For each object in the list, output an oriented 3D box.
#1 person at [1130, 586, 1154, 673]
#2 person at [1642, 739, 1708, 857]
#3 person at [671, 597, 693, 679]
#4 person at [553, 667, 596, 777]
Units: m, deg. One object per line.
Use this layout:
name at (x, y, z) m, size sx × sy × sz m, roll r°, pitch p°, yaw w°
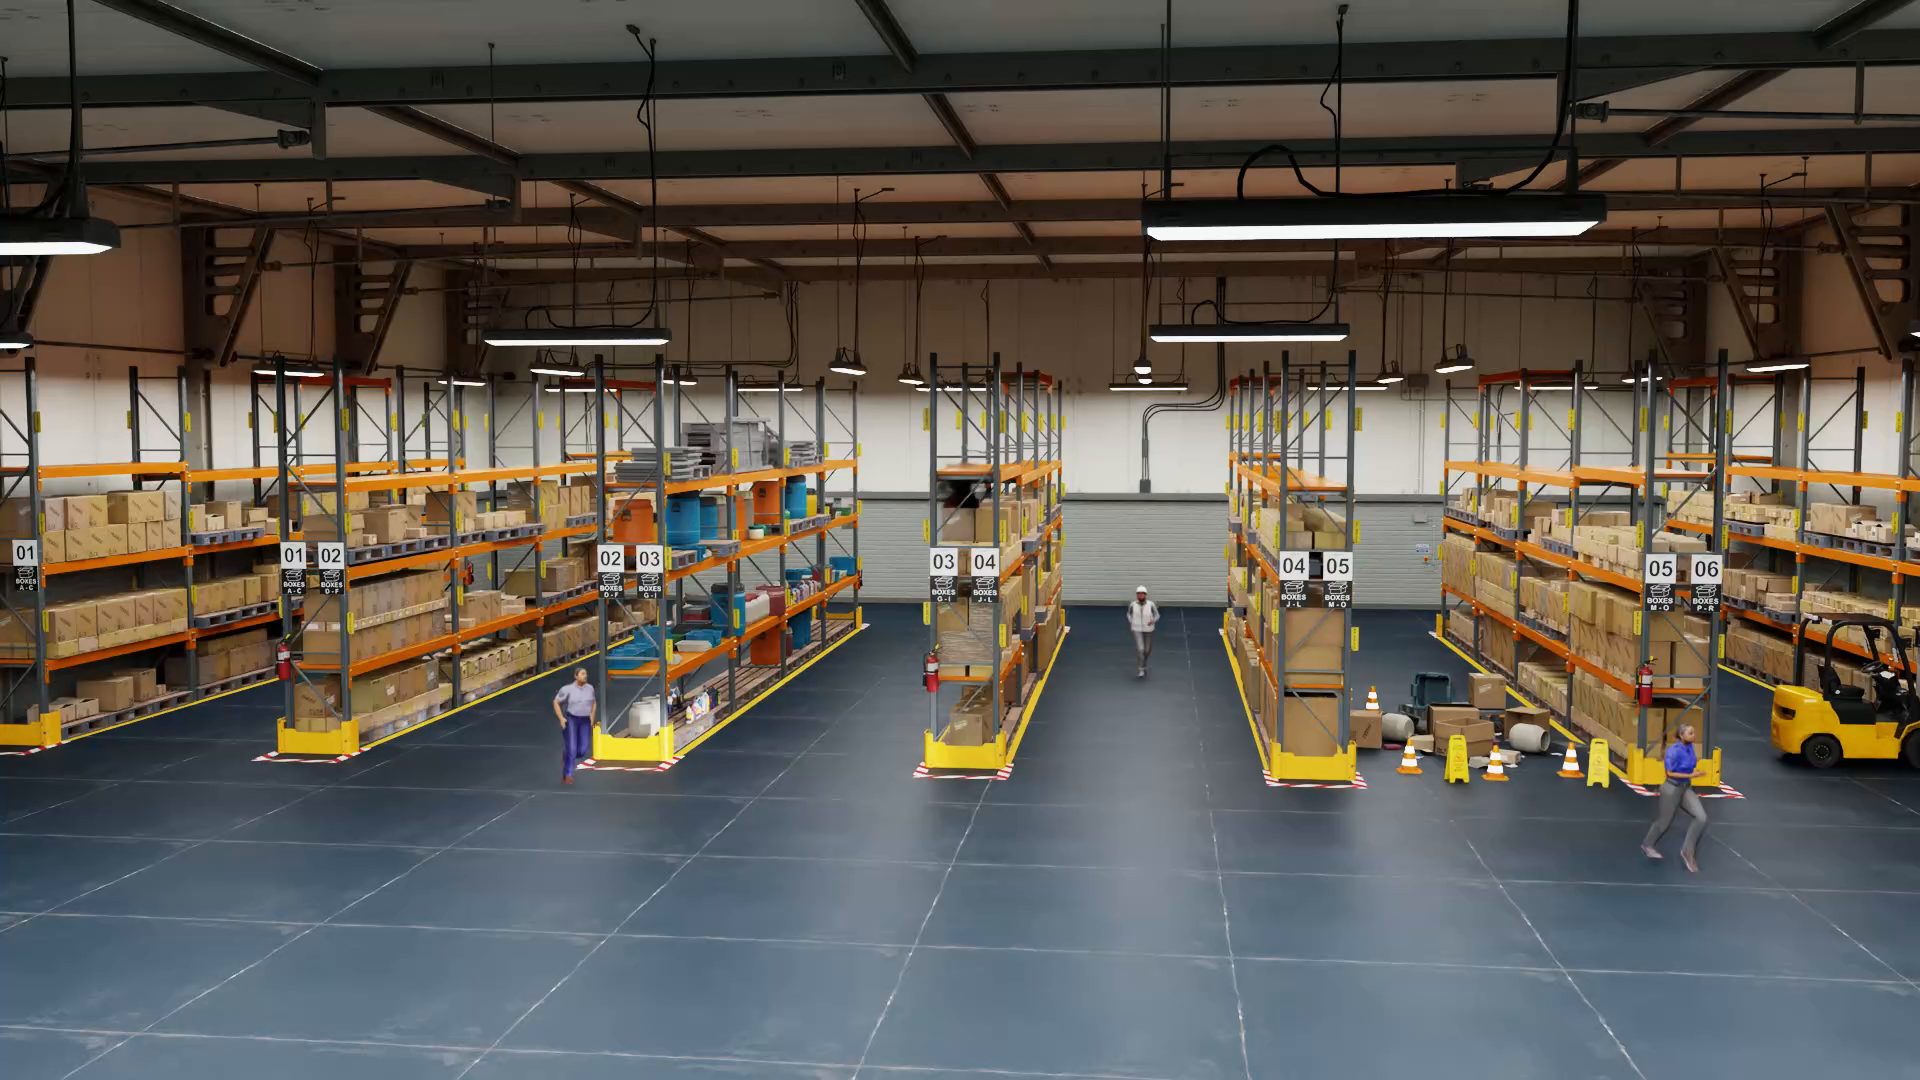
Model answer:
person at (3.621, 1.763, 33.001) m, size 0.532 × 1.697 × 0.691 m, roll 0°, pitch 4°, yaw 5°
person at (8.026, 2.874, 18.696) m, size 0.547 × 1.322 × 0.749 m, roll -2°, pitch 5°, yaw -31°
person at (-5.440, 1.871, 32.815) m, size 0.599 × 1.698 × 0.848 m, roll 1°, pitch 4°, yaw 11°
person at (-5.377, 2.529, 23.313) m, size 0.642 × 1.504 × 0.554 m, roll -3°, pitch 5°, yaw -37°
